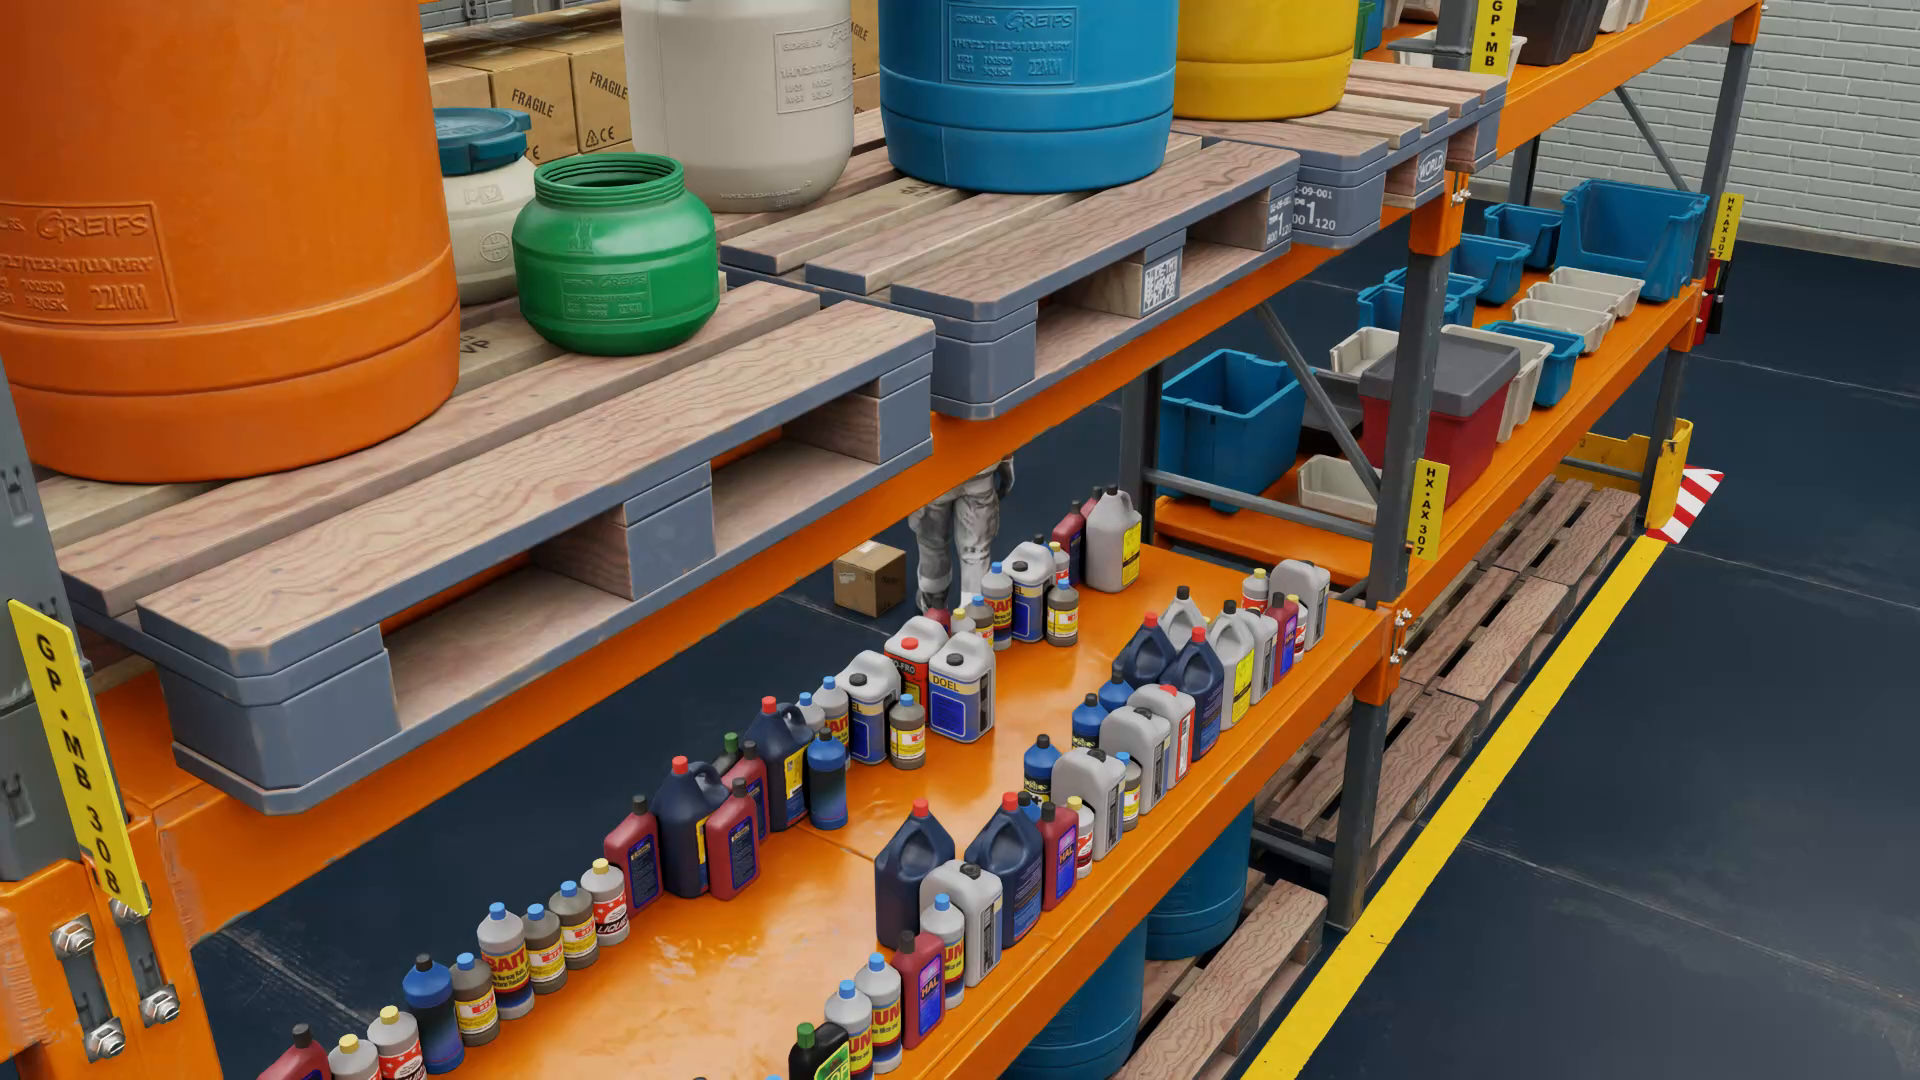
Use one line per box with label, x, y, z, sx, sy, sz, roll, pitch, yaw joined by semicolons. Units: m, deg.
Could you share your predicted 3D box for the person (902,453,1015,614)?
person;-0.059;-0.336;7.258;0.566;1.777;0.763;-7;27;-13
